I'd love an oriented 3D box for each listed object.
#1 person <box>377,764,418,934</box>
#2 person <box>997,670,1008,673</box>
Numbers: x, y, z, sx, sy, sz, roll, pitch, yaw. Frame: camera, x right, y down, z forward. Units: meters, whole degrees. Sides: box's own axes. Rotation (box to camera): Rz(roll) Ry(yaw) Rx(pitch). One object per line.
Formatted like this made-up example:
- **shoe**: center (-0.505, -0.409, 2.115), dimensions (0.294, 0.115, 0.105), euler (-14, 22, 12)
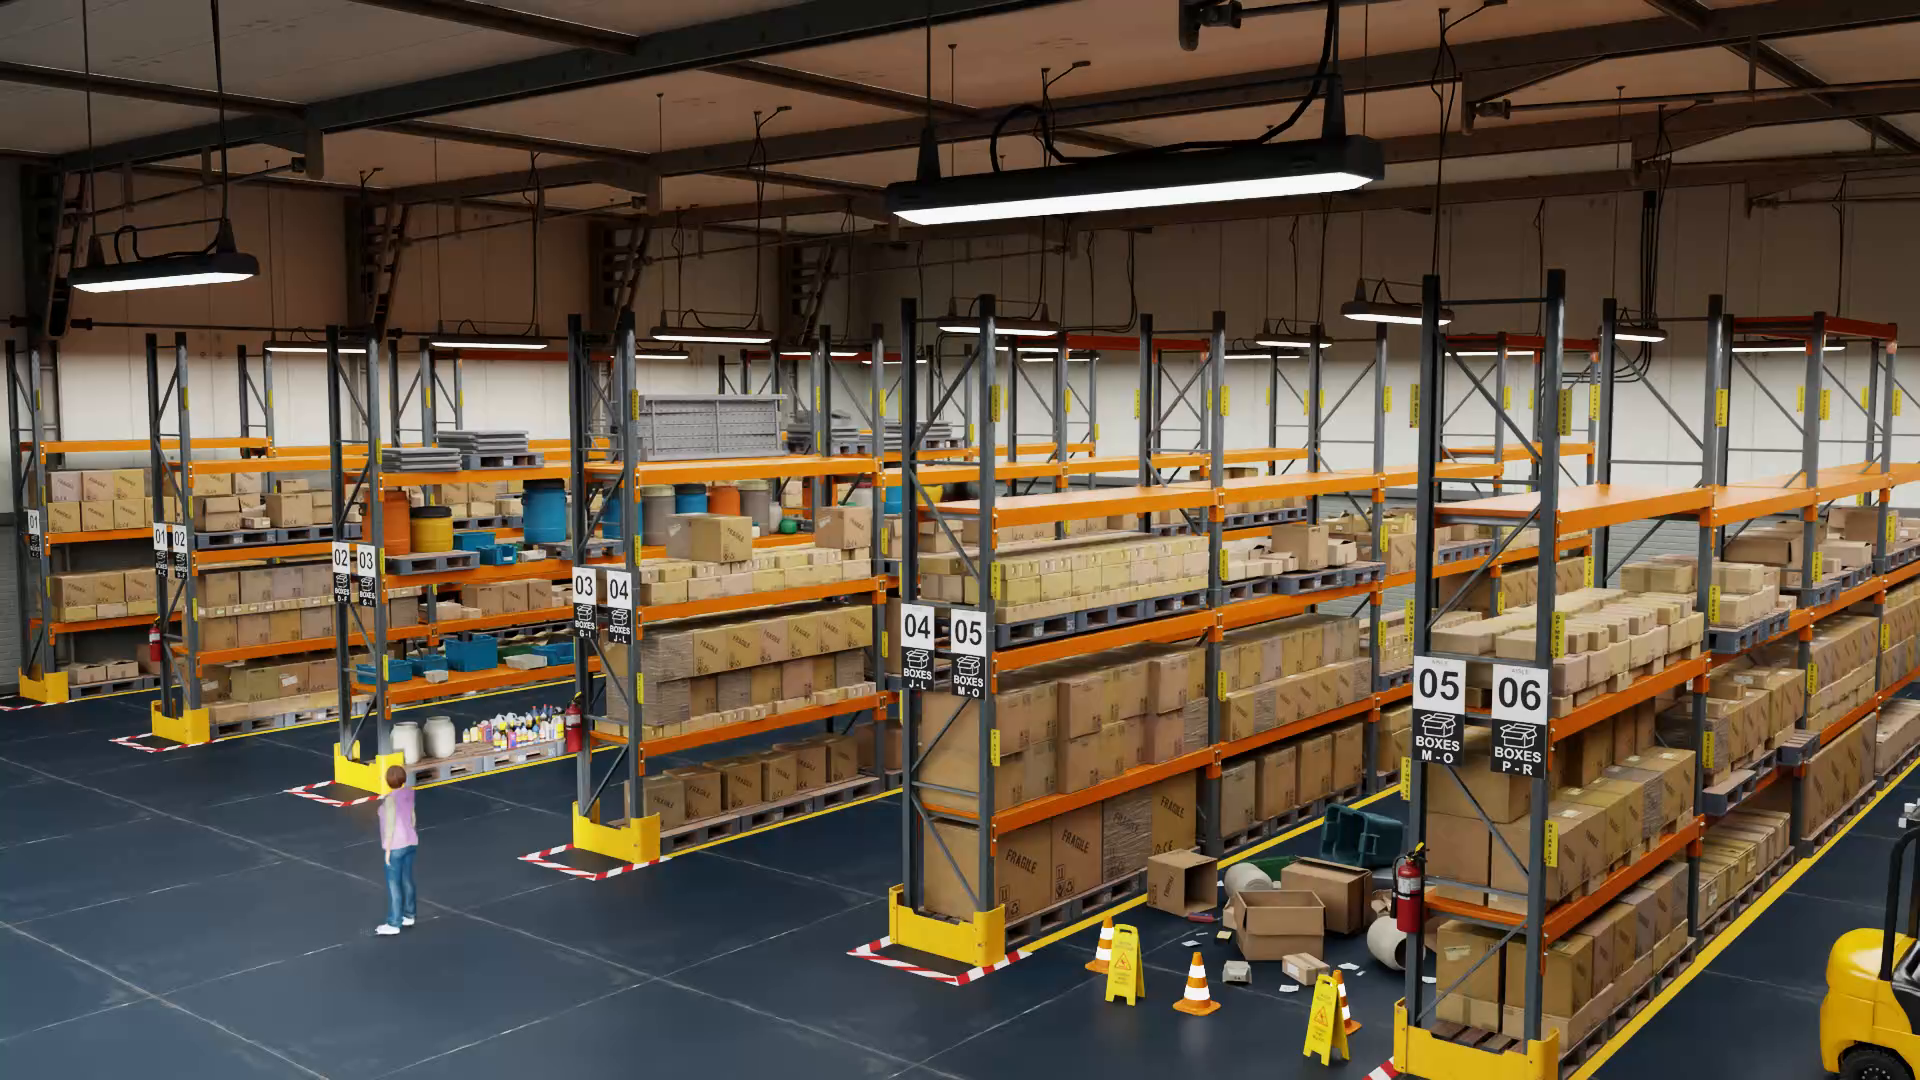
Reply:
- **person**: center (-5.381, 2.935, 15.887), dimensions (0.381, 1.601, 0.448), euler (1, 5, 13)
- **person**: center (0.415, 2.343, 19.926), dimensions (0.471, 1.690, 0.530), euler (2, 5, 19)
